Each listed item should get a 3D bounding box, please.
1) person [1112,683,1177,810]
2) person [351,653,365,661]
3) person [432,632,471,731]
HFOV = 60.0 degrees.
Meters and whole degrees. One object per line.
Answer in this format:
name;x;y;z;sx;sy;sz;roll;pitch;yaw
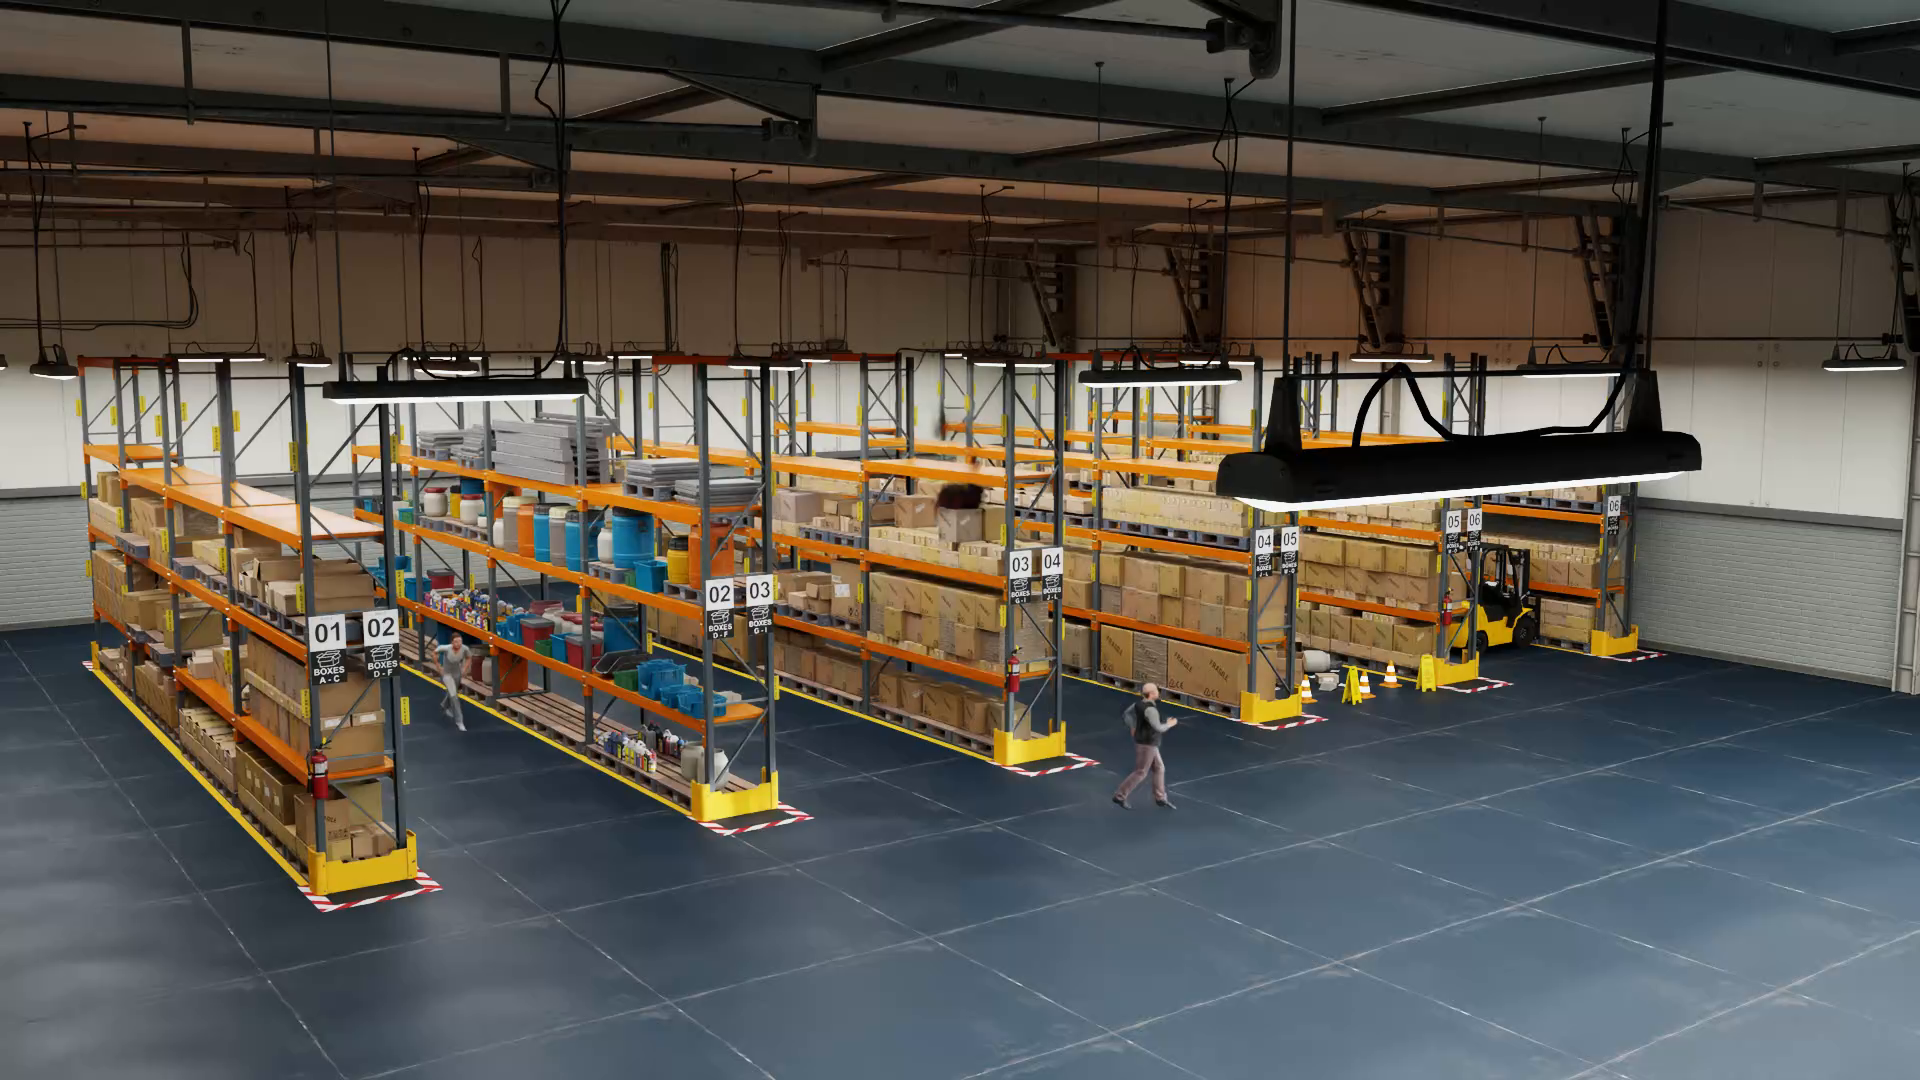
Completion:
person;2.470;2.773;22.184;0.907;1.753;0.635;-1;7;-6
person;-10.875;1.895;29.895;0.672;1.735;0.814;-6;9;-42
person;-8.339;2.264;27.243;0.602;1.625;1.003;-4;8;-30
